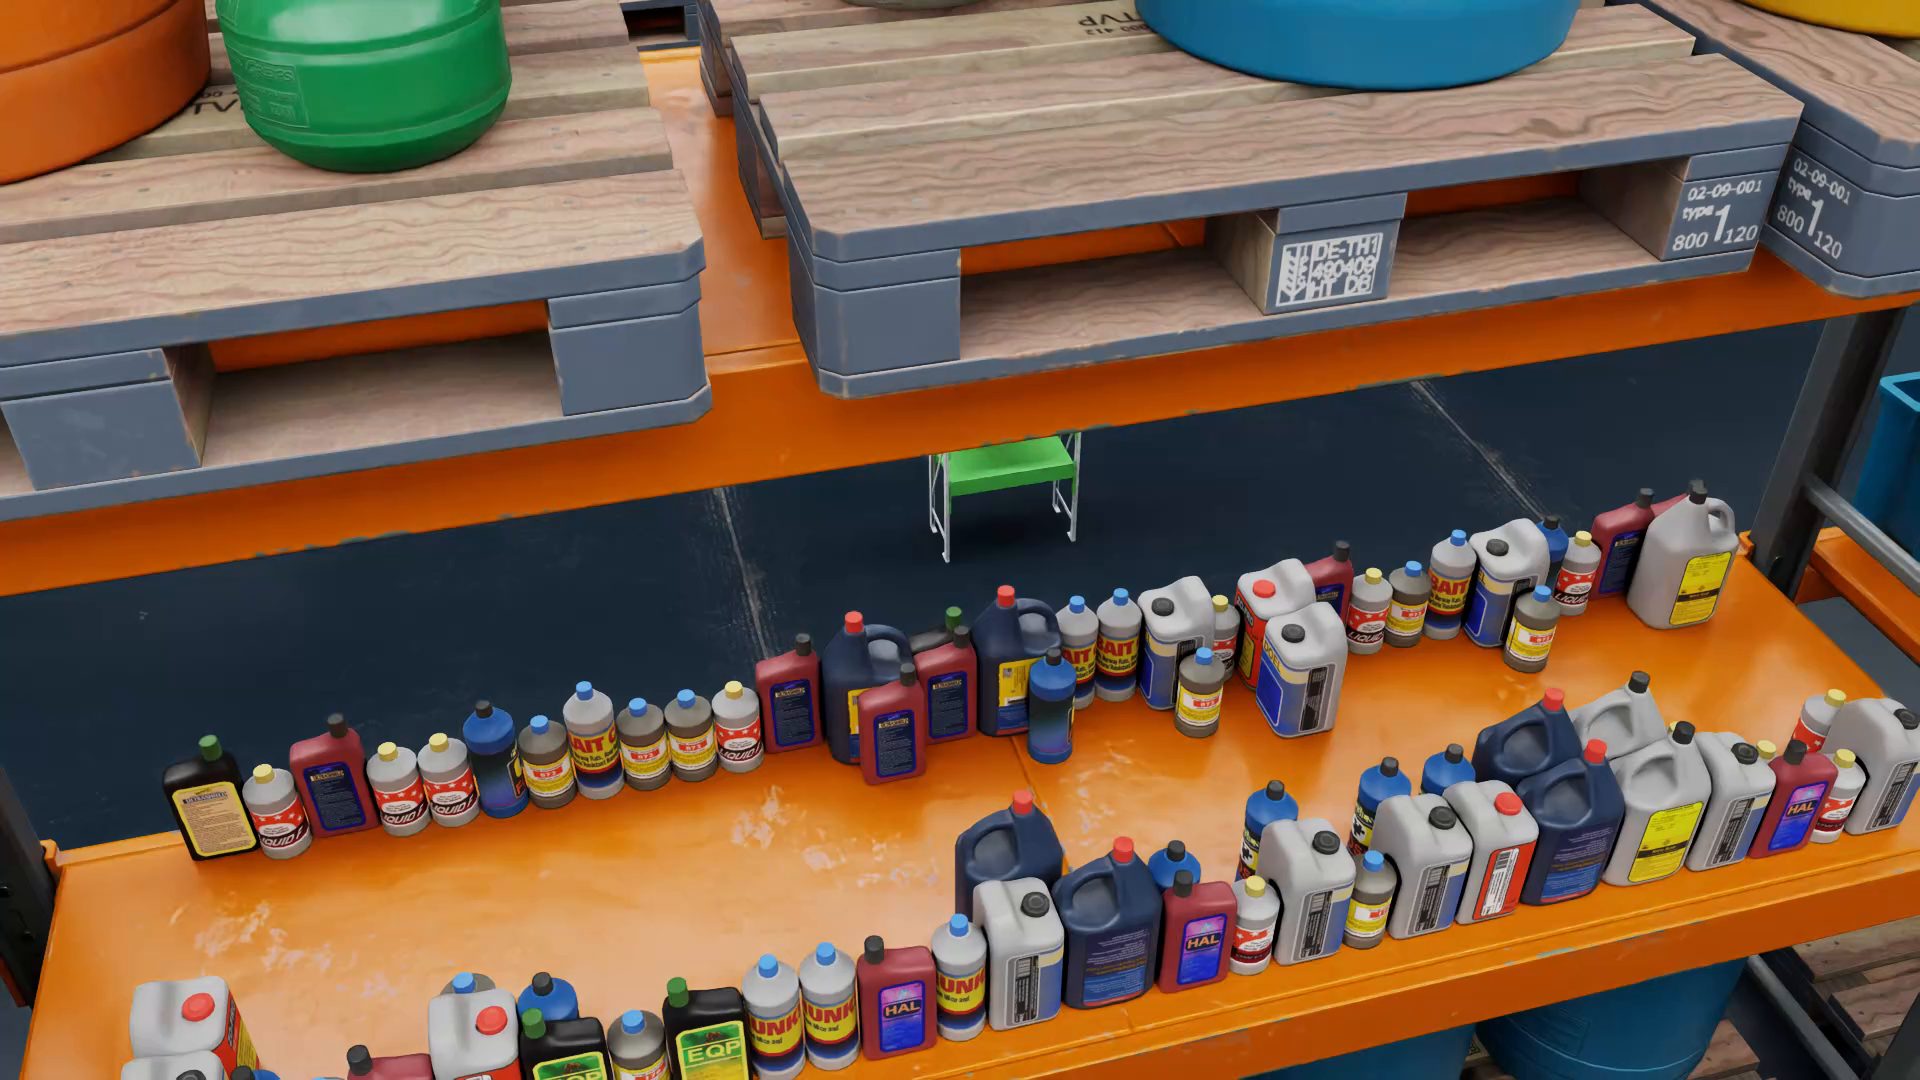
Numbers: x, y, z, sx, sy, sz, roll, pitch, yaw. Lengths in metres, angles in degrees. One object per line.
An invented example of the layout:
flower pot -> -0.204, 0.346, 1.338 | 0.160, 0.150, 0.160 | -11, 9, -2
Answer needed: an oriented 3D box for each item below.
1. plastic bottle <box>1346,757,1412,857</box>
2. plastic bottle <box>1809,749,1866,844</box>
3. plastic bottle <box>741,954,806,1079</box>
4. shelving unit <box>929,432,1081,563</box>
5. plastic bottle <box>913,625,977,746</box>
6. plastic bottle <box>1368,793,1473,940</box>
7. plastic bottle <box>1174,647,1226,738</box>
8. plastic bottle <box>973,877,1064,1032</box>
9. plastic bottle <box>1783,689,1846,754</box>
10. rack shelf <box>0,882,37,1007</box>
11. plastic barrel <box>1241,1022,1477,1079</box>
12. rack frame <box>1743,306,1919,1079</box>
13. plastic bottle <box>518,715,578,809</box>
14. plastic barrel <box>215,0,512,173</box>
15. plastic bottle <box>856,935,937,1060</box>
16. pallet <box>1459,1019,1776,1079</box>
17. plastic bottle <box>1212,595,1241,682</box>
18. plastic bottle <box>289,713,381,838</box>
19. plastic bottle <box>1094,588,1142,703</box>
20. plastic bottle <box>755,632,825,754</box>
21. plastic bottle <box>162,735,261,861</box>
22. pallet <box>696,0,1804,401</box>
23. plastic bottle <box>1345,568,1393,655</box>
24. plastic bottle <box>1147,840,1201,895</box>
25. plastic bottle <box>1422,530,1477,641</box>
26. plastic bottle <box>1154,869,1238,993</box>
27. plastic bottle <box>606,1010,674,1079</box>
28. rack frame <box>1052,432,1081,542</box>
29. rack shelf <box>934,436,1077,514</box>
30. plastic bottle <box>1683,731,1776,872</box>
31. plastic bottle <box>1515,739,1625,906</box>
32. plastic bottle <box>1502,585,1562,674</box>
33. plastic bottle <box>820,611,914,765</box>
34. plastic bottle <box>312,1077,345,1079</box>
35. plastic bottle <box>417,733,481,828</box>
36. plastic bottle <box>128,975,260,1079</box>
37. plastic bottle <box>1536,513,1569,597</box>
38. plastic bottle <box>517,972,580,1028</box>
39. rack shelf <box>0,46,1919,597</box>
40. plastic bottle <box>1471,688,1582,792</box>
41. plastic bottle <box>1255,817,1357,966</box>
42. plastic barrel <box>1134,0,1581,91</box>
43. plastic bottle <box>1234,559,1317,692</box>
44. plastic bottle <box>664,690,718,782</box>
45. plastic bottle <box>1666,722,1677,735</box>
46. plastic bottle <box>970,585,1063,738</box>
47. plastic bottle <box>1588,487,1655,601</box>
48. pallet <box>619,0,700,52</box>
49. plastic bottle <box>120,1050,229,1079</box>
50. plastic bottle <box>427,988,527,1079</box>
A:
plastic bottle -> 0.808, 0.525, 3.201 | 0.097, 0.271, 0.097 | 0, 37, 0
plastic bottle -> 1.723, 0.498, 3.294 | 0.097, 0.201, 0.097 | 0, 37, 0
plastic bottle -> -0.318, 0.805, 2.835 | 0.097, 0.271, 0.097 | 0, 37, 0
shelving unit -> 0.160, -0.503, 5.920 | 0.503, 1.200, 0.258 | -9, 38, -12
plastic bottle -> -0.032, 0.302, 3.482 | 0.133, 0.283, 0.061 | -9, 38, -12
plastic bottle -> 0.858, 0.593, 3.108 | 0.135, 0.276, 0.152 | -9, 38, -12
plastic bottle -> 0.510, 0.315, 3.533 | 0.097, 0.201, 0.097 | 0, 37, 0
plastic bottle -> 0.103, 0.717, 2.946 | 0.135, 0.276, 0.152 | -9, 38, -12
plastic bottle -> 1.777, 0.393, 3.431 | 0.097, 0.201, 0.097 | 0, 37, 0
rack shelf -> -3.669, 1.369, 2.584 | 4.000, 0.370, 1.077 | -9, 38, -12
plastic barrel -> 0.911, 0.988, 3.872 | 0.708, 0.901, 0.600 | -9, 38, -12
rack frame -> 2.124, 0.133, 3.608 | 0.127, 3.000, 1.000 | -9, 38, -12
plastic bottle -> -0.838, 0.440, 3.369 | 0.097, 0.201, 0.097 | 0, 37, 0
plastic barrel -> -0.655, -0.563, 1.831 | 0.294, 0.245, 0.294 | 0, 37, 0
plastic bottle -> -0.108, 0.777, 2.861 | 0.133, 0.283, 0.061 | -9, 38, -12
pallet -> 1.368, 1.338, 4.327 | 1.213, 0.211, 1.003 | -9, 38, -12
plastic bottle -> 0.565, 0.210, 3.670 | 0.097, 0.201, 0.097 | 0, 37, 0
plastic bottle -> -1.236, 0.462, 3.274 | 0.133, 0.283, 0.061 | -9, 38, -12
plastic bottle -> 0.341, 0.219, 3.600 | 0.097, 0.271, 0.097 | 0, 37, 0
plastic bottle -> -0.355, 0.317, 3.463 | 0.133, 0.283, 0.061 | -9, 38, -12
plastic bottle -> -1.458, 0.498, 3.226 | 0.133, 0.283, 0.061 | -9, 38, -12
pallet -> 0.298, -0.621, 2.280 | 1.213, 0.211, 1.003 | -9, 38, -12
plastic bottle -> 0.917, 0.152, 3.745 | 0.097, 0.201, 0.097 | 0, 37, 0
plastic bottle -> 0.385, 0.651, 3.036 | 0.097, 0.271, 0.097 | 0, 37, 0
plastic bottle -> 1.105, 0.094, 3.764 | 0.097, 0.271, 0.097 | 0, 37, 0
plastic bottle -> 0.423, 0.690, 2.975 | 0.133, 0.283, 0.061 | -9, 38, -12
plastic bottle -> -0.541, 0.869, 2.808 | 0.097, 0.201, 0.097 | 0, 37, 0
rack frame -> 0.395, -0.541, 5.970 | 0.015, 1.200, 0.240 | -9, 38, -12
rack shelf -> 0.160, -0.261, 6.104 | 0.480, 0.148, 0.258 | -9, 38, -12
plastic bottle -> 1.475, 0.492, 3.240 | 0.135, 0.276, 0.152 | -9, 38, -12
plastic bottle -> 1.143, 0.519, 3.143 | 0.185, 0.351, 0.144 | -9, 38, -12
plastic bottle -> 1.275, 0.189, 3.697 | 0.097, 0.201, 0.097 | 0, 37, 0
plastic bottle -> -0.191, 0.290, 3.443 | 0.185, 0.351, 0.144 | -9, 38, -12
plastic bottle -> -1.023, 0.948, 2.705 | 0.097, 0.201, 0.097 | 0, 37, 0
plastic bottle -> -1.026, 0.471, 3.329 | 0.097, 0.201, 0.097 | 0, 37, 0
plastic bottle -> -1.275, 0.847, 2.776 | 0.135, 0.276, 0.152 | -9, 38, -12
plastic bottle -> 1.329, 0.057, 3.813 | 0.097, 0.271, 0.097 | 0, 37, 0
plastic bottle -> -0.686, 0.827, 2.806 | 0.097, 0.271, 0.097 | 0, 37, 0
rack shelf -> 0.193, -0.456, 2.501 | 4.000, 0.370, 1.077 | -9, 38, -12
plastic bottle -> 1.106, 0.434, 3.254 | 0.185, 0.351, 0.144 | -9, 38, -12
plastic bottle -> 0.634, 0.630, 3.060 | 0.135, 0.276, 0.152 | -9, 38, -12
plastic barrel -> 0.516, -1.065, 1.946 | 0.708, 0.901, 0.600 | -9, 38, -12
plastic bottle -> 0.684, 0.178, 3.650 | 0.135, 0.276, 0.152 | -9, 38, -12
plastic bottle -> -0.556, 0.394, 3.429 | 0.097, 0.201, 0.097 | 0, 37, 0
plastic bottle -> 1.425, 0.451, 3.355 | 0.097, 0.201, 0.097 | 0, 37, 0
plastic bottle -> 0.117, 0.239, 3.509 | 0.185, 0.351, 0.144 | -9, 38, -12
plastic bottle -> 1.530, 0.008, 3.867 | 0.133, 0.283, 0.061 | -9, 38, -12
pallet -> -1.149, -2.374, 7.043 | 1.213, 0.211, 1.003 | -9, 38, -12
plastic bottle -> -1.236, 0.937, 2.659 | 0.135, 0.276, 0.152 | -9, 38, -12
plastic bottle -> -0.789, 0.863, 2.755 | 0.135, 0.276, 0.152 | -9, 38, -12
